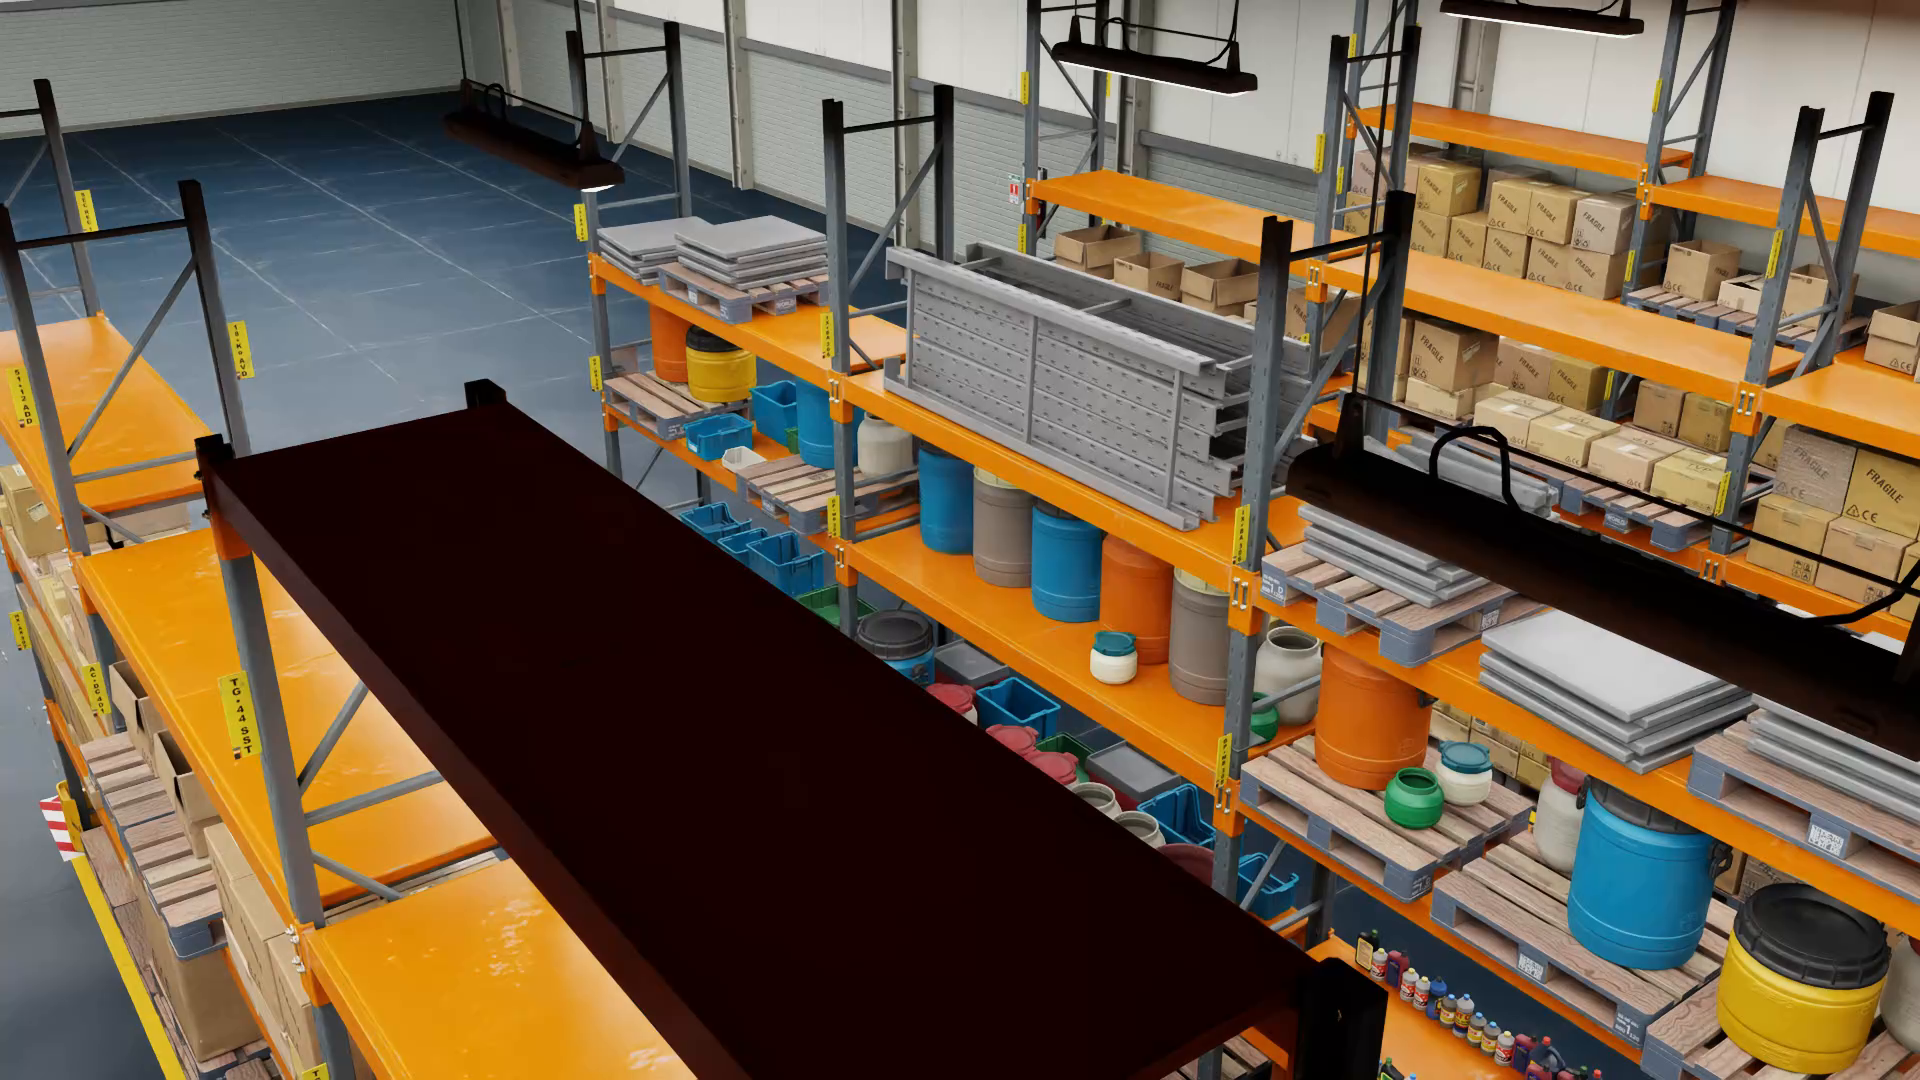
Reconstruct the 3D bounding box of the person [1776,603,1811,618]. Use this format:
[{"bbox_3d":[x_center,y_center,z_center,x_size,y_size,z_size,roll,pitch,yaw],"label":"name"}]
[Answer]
[{"bbox_3d":[7.093,1.322,14.120,0.612,1.684,0.727,-12,27,-24],"label":"person"}]
